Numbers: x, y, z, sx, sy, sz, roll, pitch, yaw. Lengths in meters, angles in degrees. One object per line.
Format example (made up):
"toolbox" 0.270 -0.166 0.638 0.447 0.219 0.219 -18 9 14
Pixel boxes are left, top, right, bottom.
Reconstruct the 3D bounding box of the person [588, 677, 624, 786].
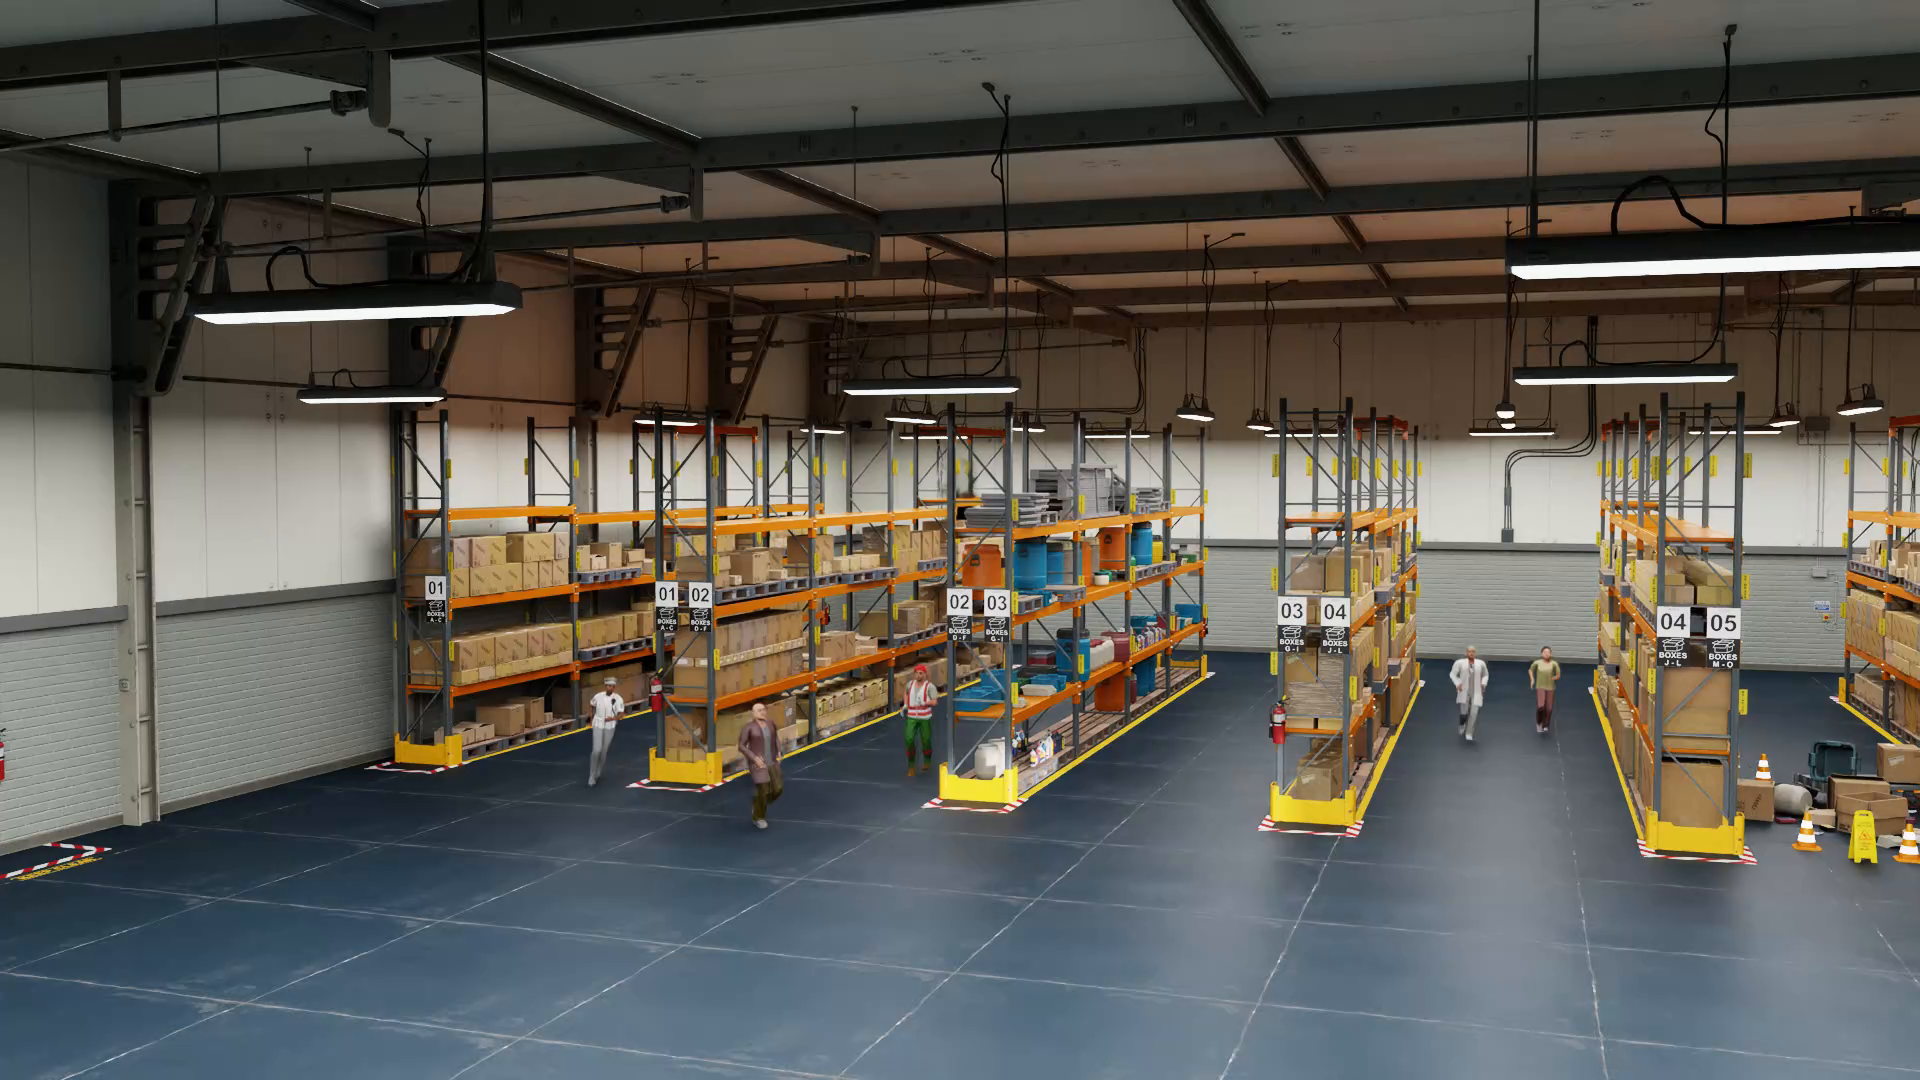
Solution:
"person" -5.671 3.043 26.593 0.588 1.729 0.680 -1 3 -16

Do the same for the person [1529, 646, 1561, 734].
"person" 11.009 2.820 31.272 0.550 1.641 0.638 1 3 13

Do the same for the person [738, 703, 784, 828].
"person" -2.757 3.142 23.215 0.717 1.740 0.571 -2 3 -41

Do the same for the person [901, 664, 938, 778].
"person" -0.670 2.944 27.112 0.643 1.846 0.774 1 3 12

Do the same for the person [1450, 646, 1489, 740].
"person" 9.406 2.817 30.674 0.694 1.730 0.633 0 2 10
